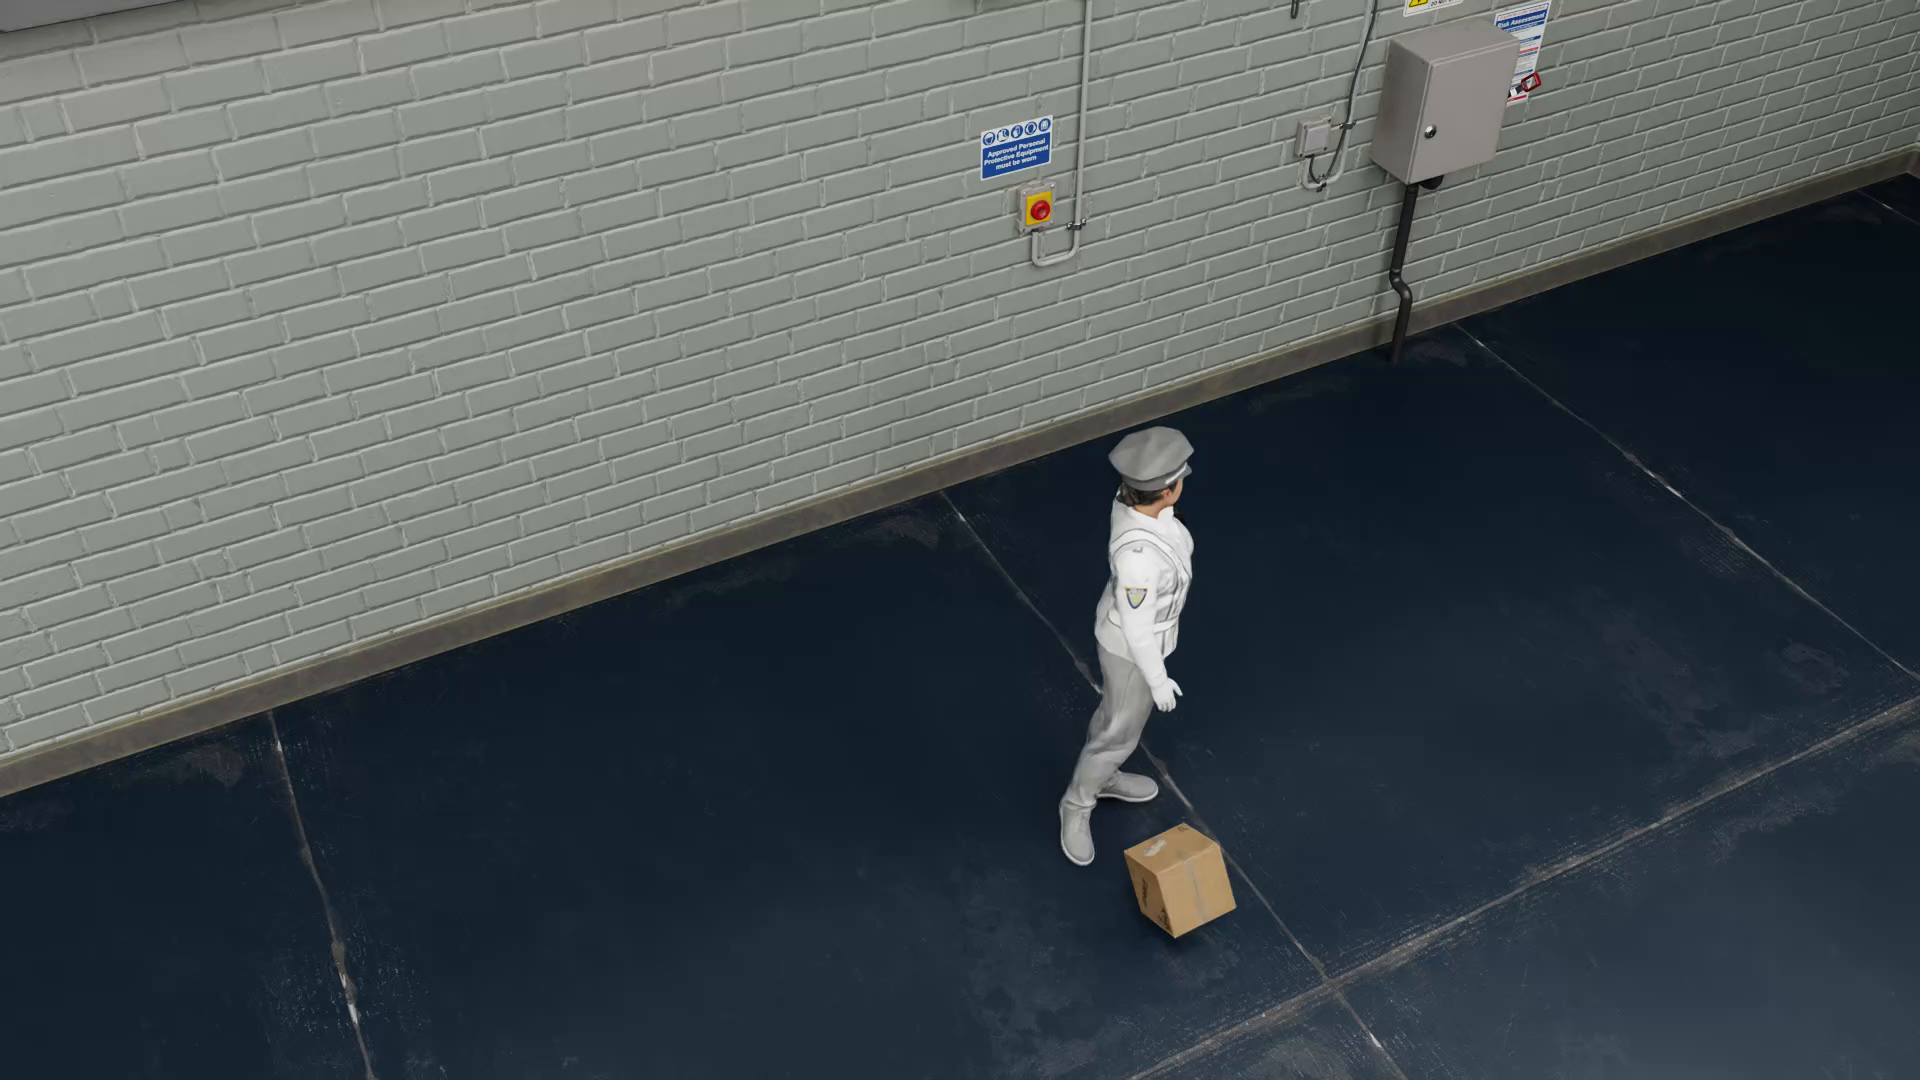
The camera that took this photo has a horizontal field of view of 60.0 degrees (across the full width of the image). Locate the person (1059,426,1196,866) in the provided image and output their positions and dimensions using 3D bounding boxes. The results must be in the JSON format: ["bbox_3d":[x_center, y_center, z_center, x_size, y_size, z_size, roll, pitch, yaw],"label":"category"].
[{"bbox_3d":[0.579,0.374,5.711,0.400,1.673,0.621,7,42,7],"label":"person"}]
